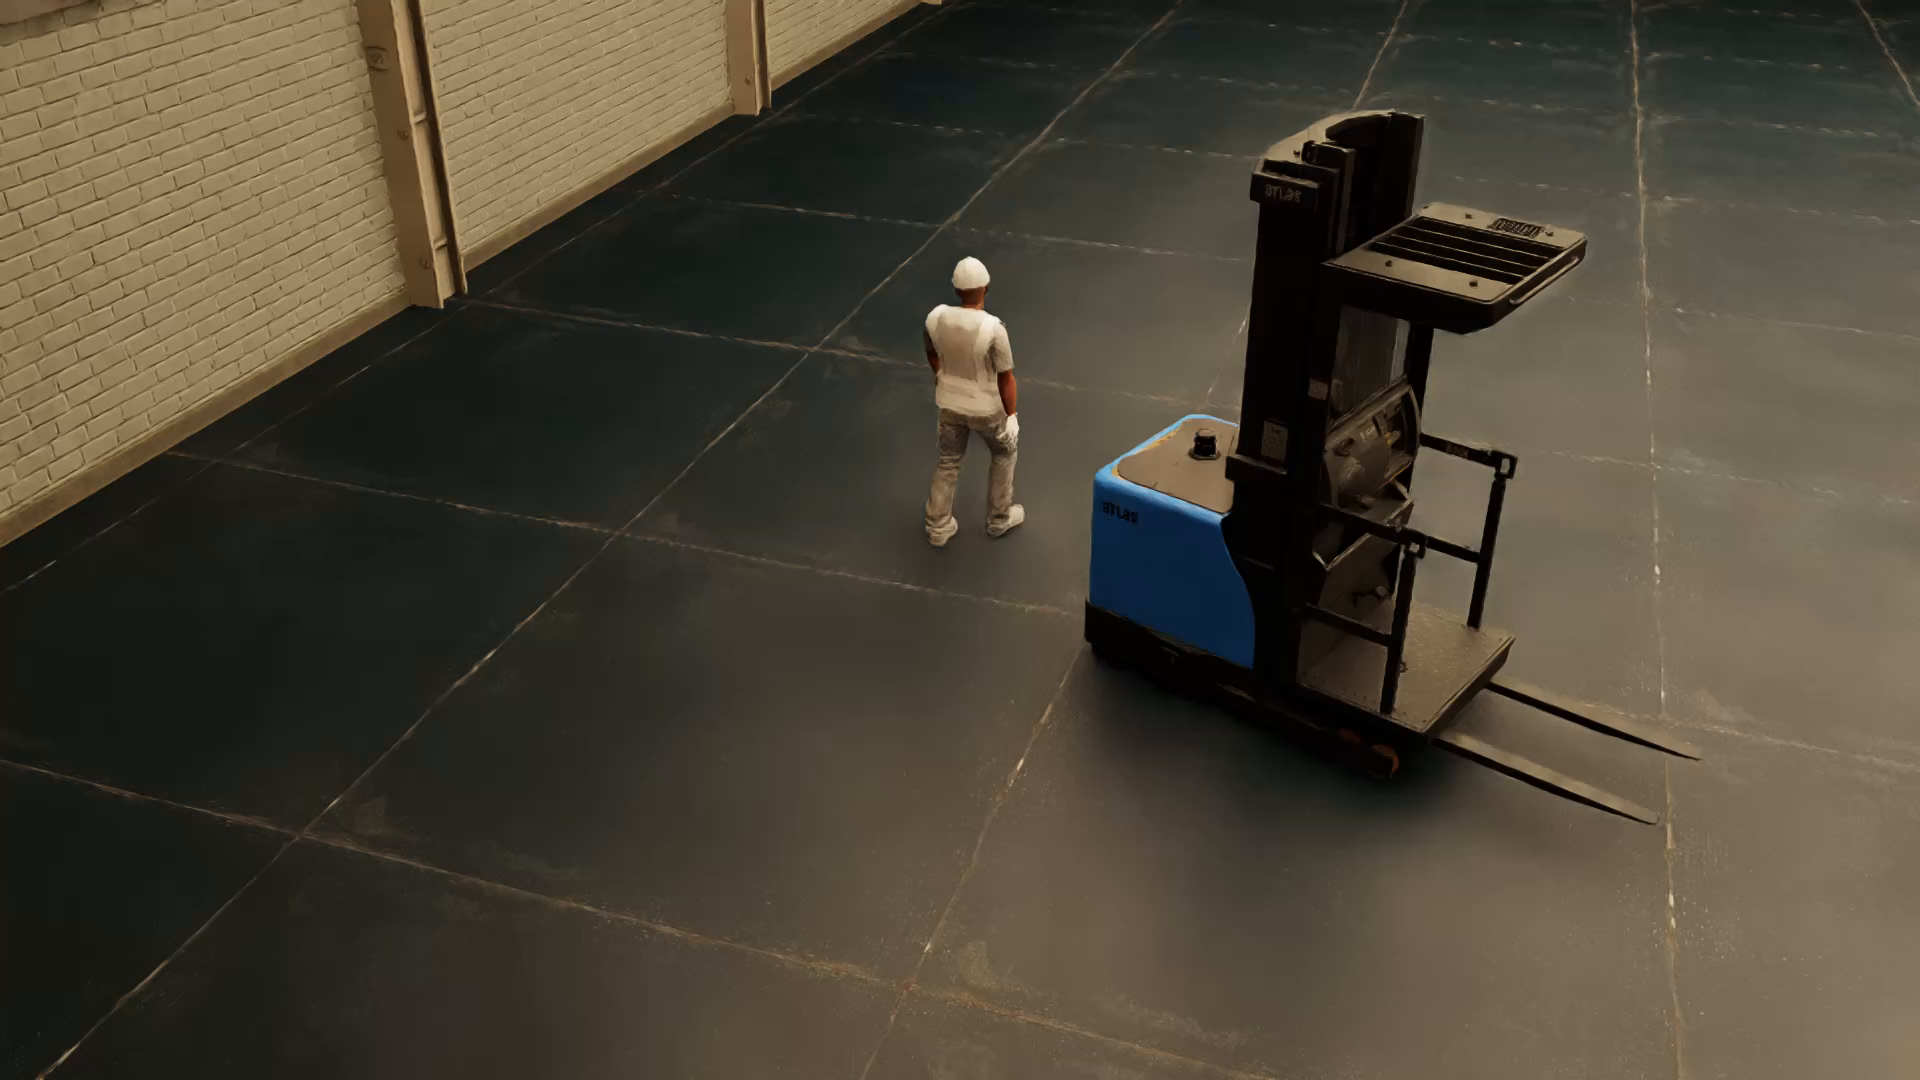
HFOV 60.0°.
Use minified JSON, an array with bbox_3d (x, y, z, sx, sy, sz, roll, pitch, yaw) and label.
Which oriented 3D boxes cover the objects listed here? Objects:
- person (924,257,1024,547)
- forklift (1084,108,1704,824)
[{"bbox_3d":[0.074,-0.814,9.776,0.707,1.755,0.587,15,33,25],"label":"person"},{"bbox_3d":[2.138,-0.413,7.862,3.031,2.935,1.130,22,36,33],"label":"forklift"}]
